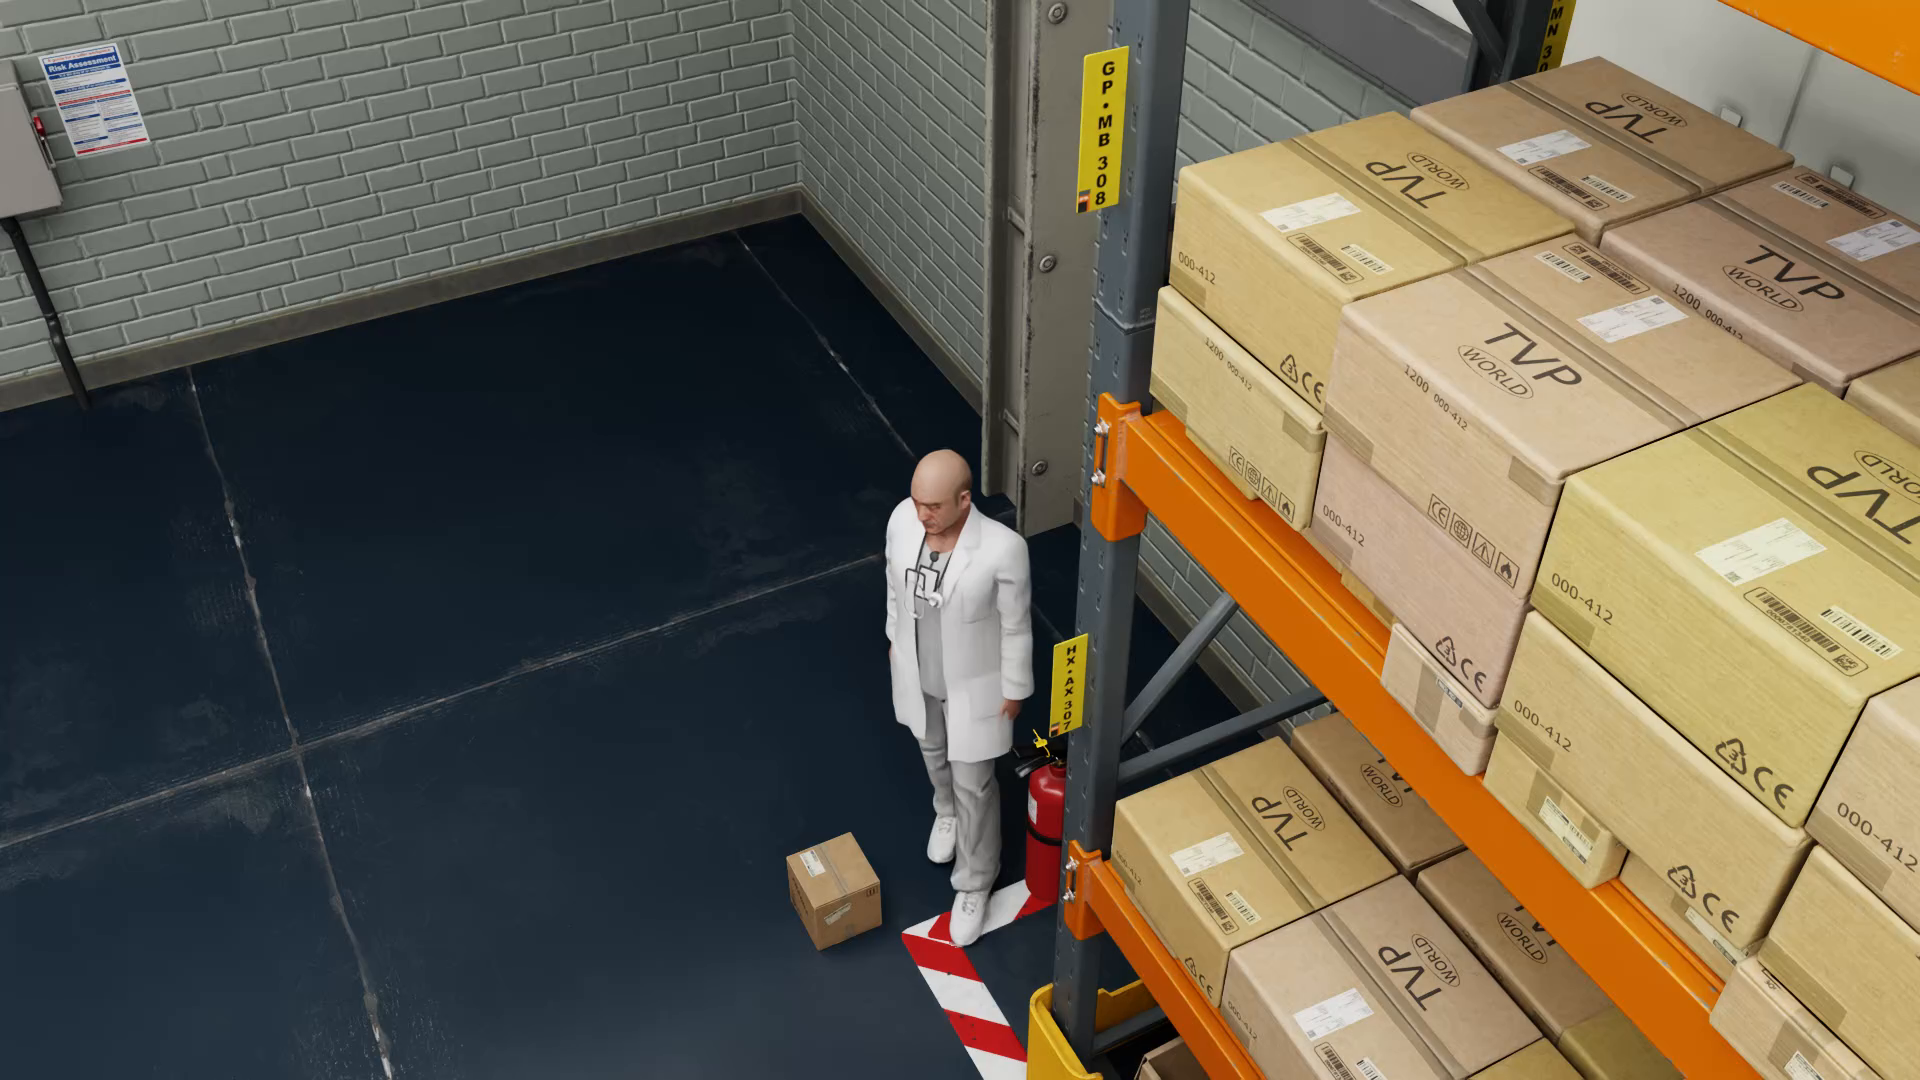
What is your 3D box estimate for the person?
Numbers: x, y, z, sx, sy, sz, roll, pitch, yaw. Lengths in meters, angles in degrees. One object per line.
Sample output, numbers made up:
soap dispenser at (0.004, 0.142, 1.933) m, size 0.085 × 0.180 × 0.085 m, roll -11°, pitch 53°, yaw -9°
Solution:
person at (-0.074, 0.504, 5.571) m, size 0.611 × 1.775 × 0.629 m, roll 21°, pitch 45°, yaw 23°
